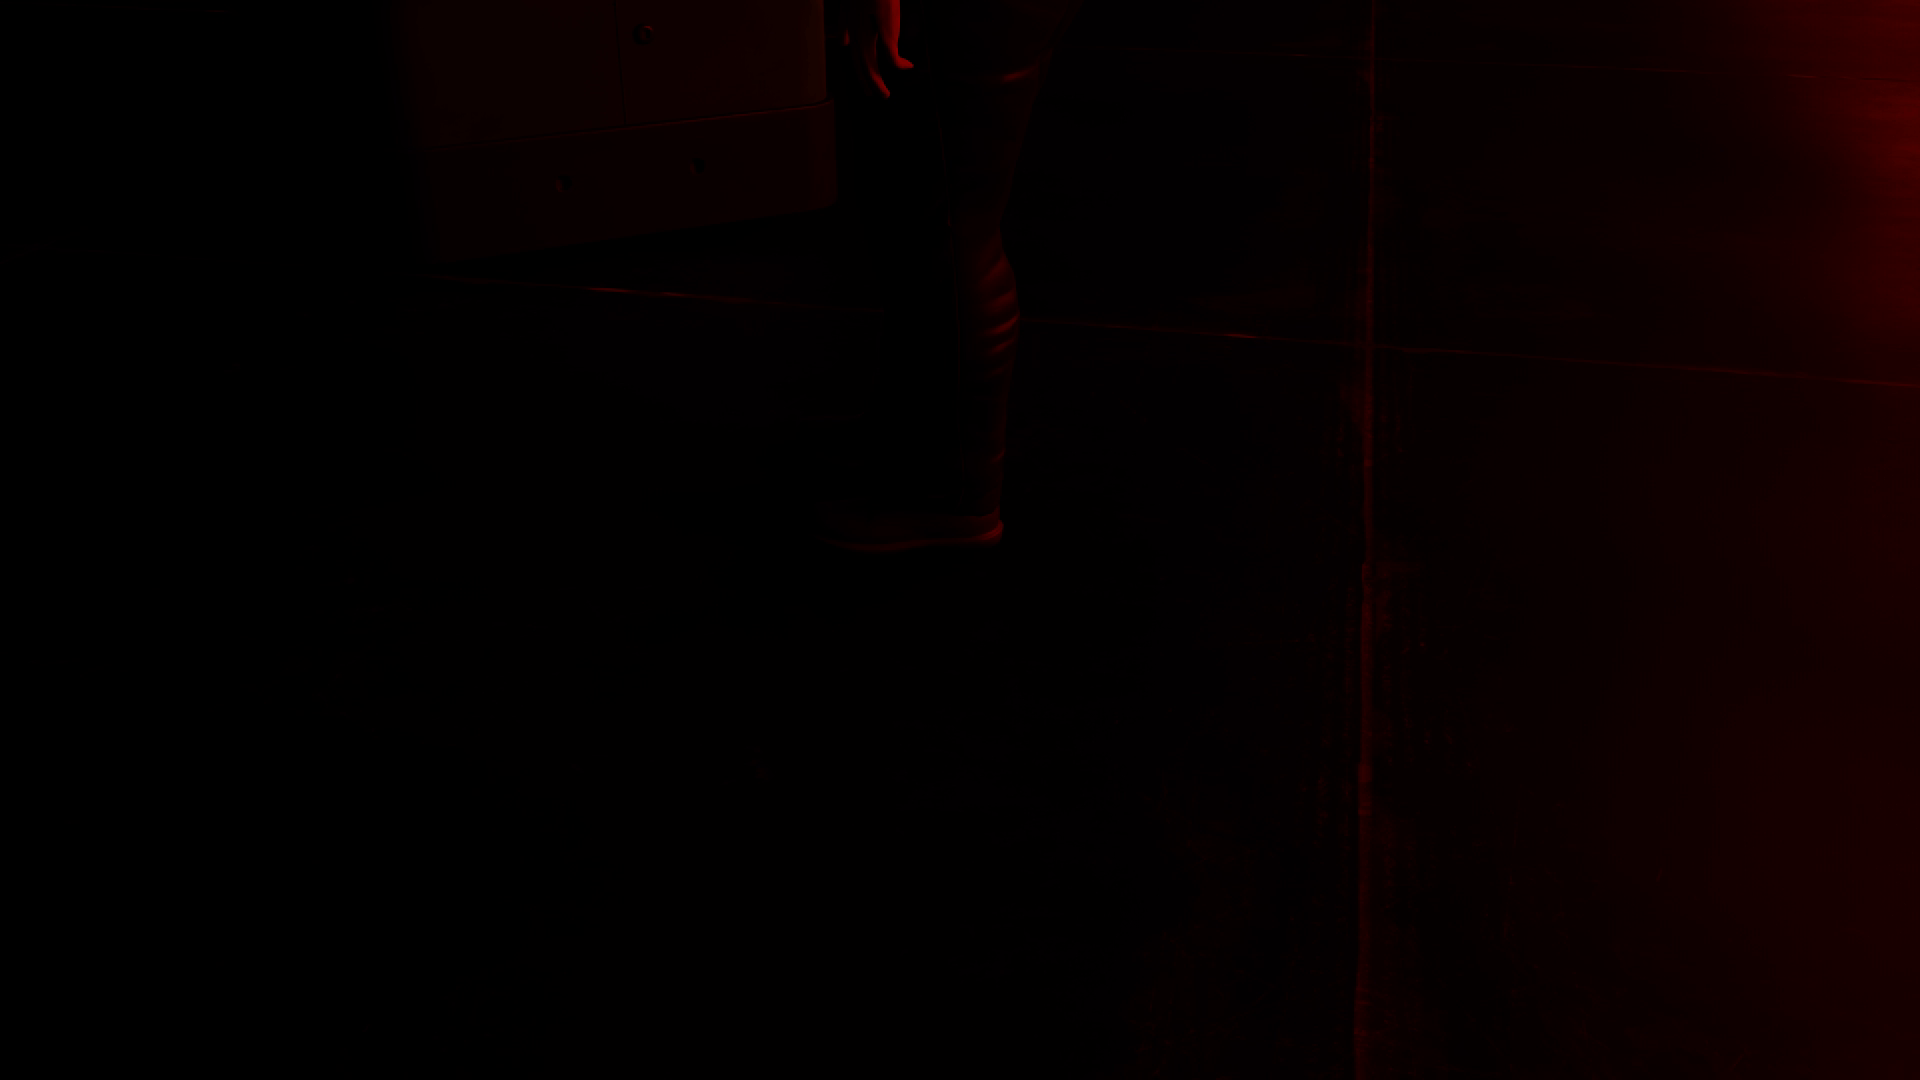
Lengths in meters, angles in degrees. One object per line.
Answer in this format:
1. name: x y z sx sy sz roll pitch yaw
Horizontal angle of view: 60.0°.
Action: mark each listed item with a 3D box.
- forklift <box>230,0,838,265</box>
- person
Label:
1. forklift: -1.437 -2.513 4.228 1.130 2.935 3.031 -14 30 -25
2. person: -0.083 -0.761 2.164 0.502 1.651 0.598 6 27 11
